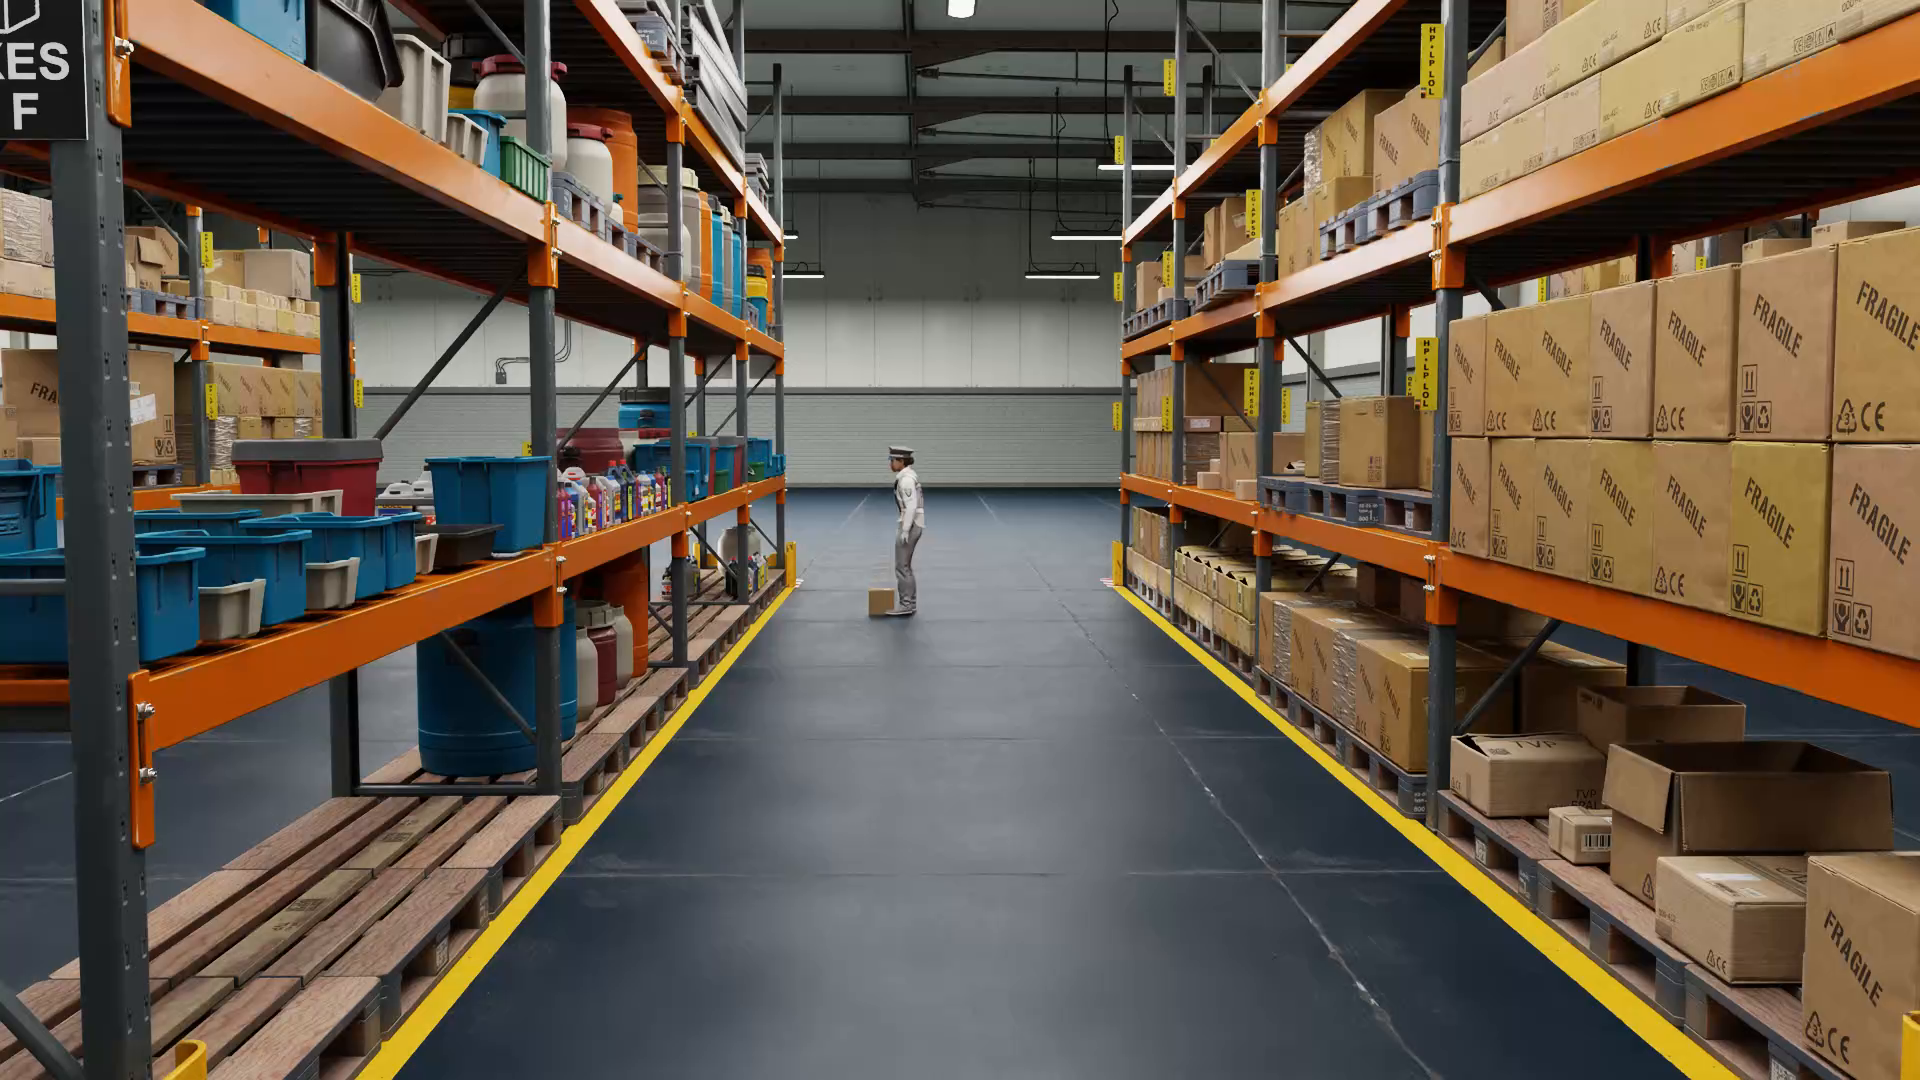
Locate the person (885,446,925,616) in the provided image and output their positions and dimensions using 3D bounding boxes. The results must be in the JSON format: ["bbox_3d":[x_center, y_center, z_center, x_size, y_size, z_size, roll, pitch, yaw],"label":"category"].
[{"bbox_3d":[-0.553,-0.095,16.396,0.415,1.661,0.540,0,4,-5],"label":"person"}]
